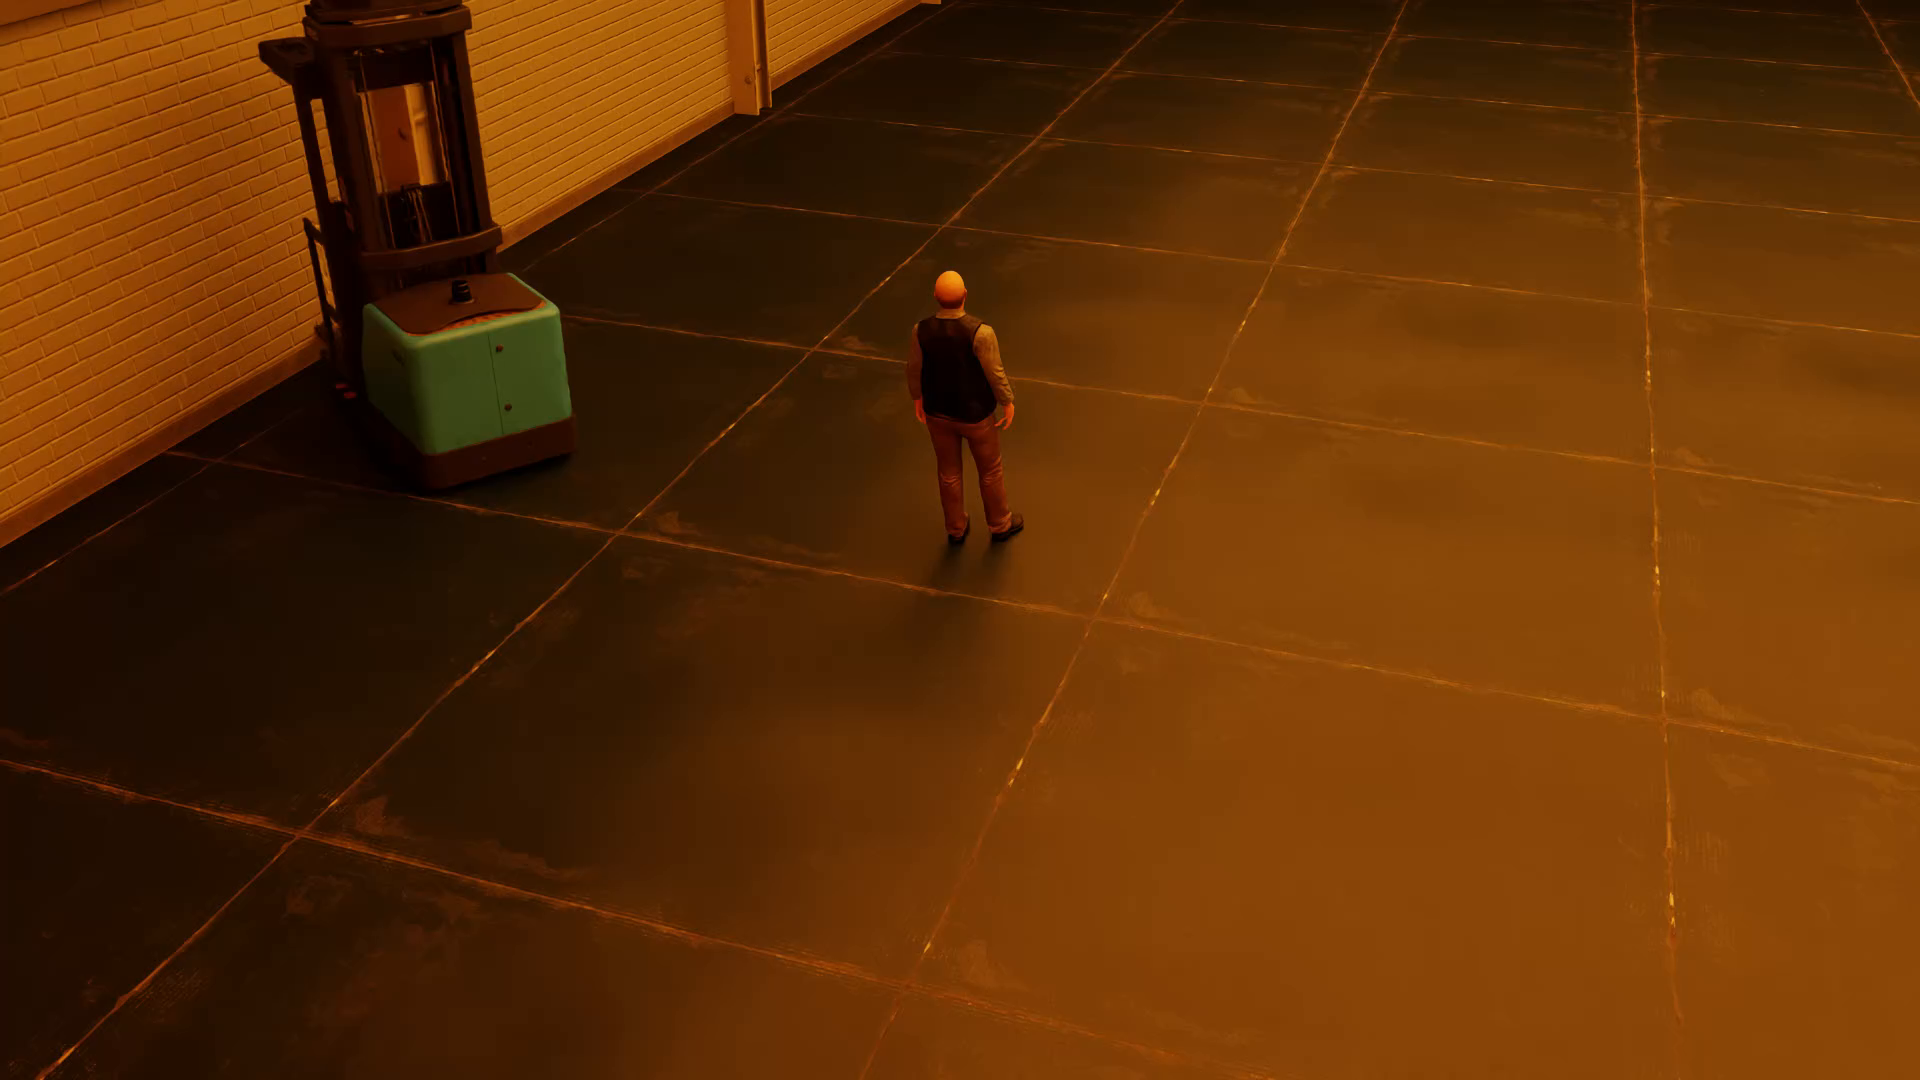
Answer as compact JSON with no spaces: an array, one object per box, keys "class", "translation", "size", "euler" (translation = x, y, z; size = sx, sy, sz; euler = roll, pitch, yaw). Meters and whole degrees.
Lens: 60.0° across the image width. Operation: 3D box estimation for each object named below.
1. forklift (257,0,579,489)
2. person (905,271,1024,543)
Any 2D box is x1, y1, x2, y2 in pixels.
[{"class":"forklift","translation":[-3.806,-2.269,11.118],"size":[1.130,2.935,3.031],"euler":[-20,35,-31]},{"class":"person","translation":[0.028,-0.782,9.715],"size":[0.632,1.720,0.568],"euler":[10,31,16]}]
